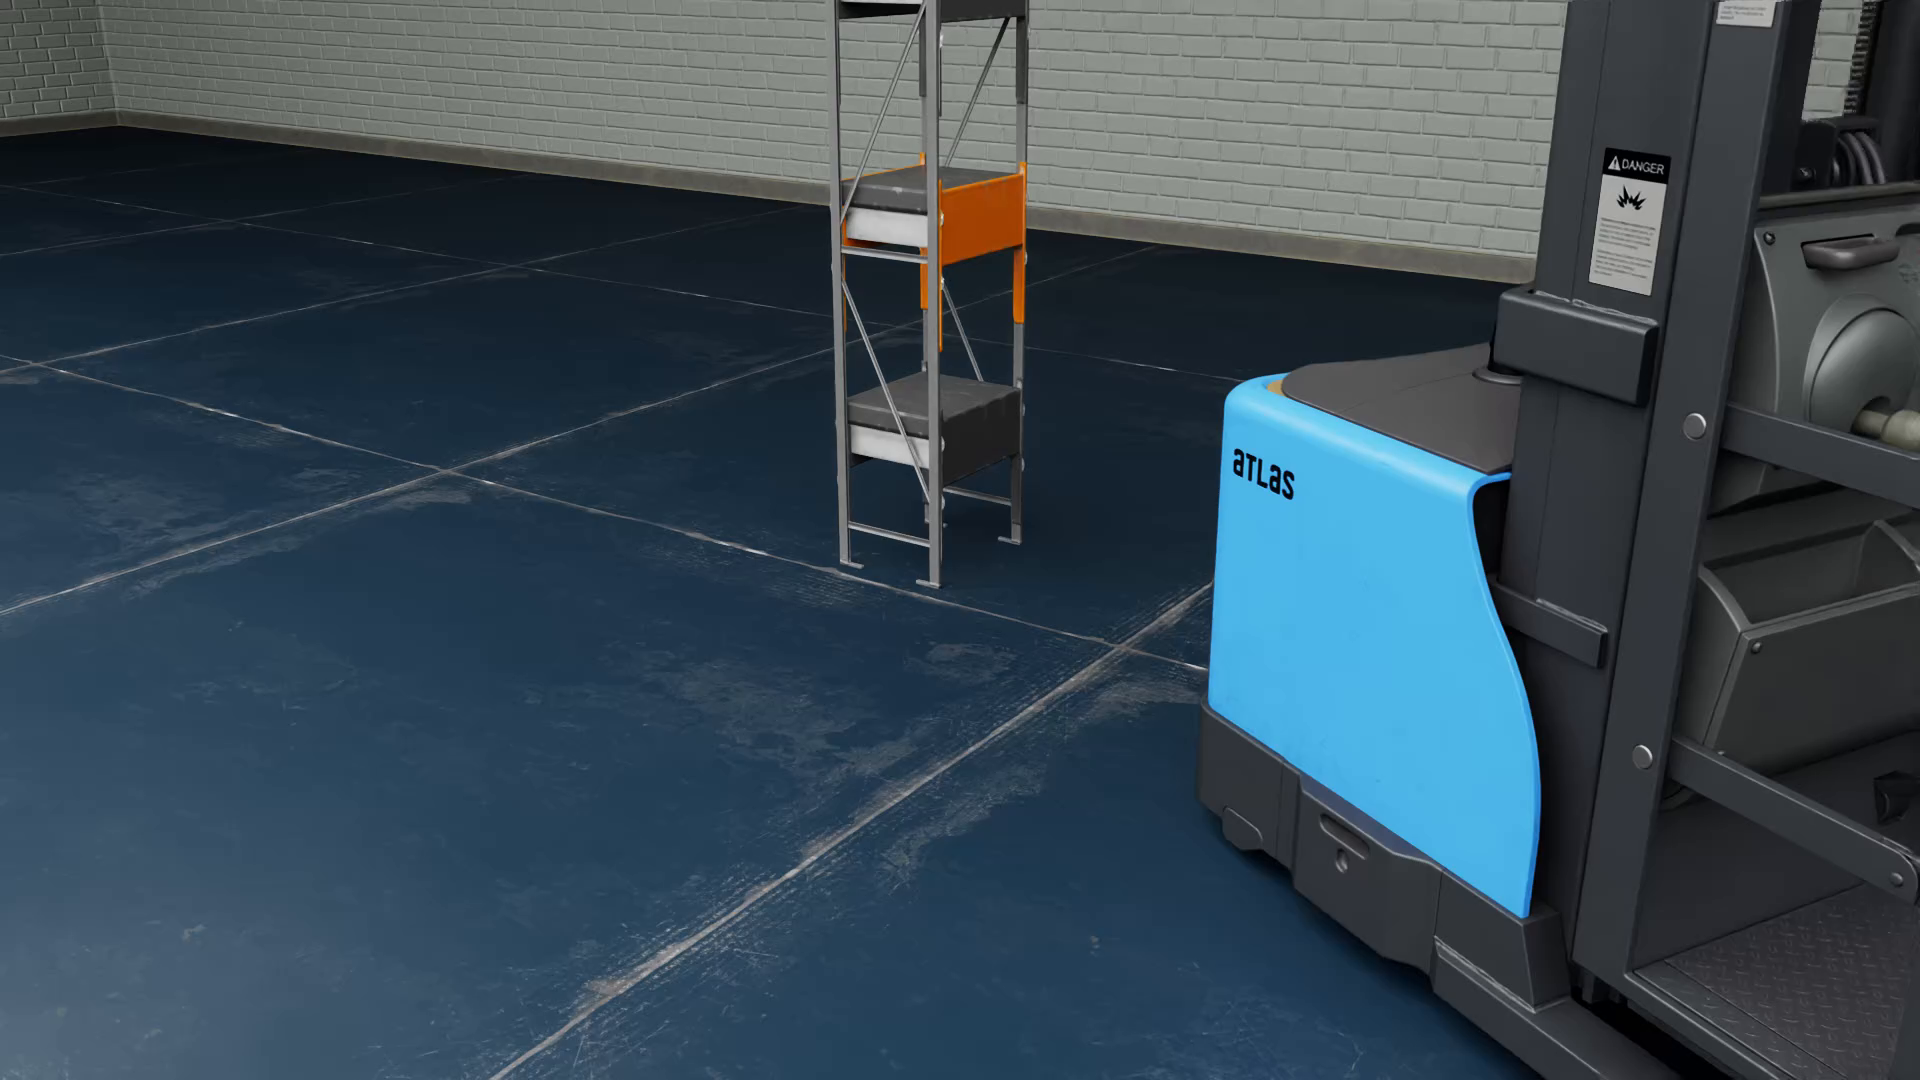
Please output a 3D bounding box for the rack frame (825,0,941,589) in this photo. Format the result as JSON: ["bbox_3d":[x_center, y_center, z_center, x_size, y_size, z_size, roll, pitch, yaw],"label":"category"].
[{"bbox_3d":[-0.230,-0.867,5.083,0.400,2.100,0.015,13,24,32],"label":"rack frame"}]

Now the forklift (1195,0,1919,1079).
[{"bbox_3d":[1.679,-0.337,2.451,1.130,2.935,3.031,-10,23,-25],"label":"forklift"}]

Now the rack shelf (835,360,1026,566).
[{"bbox_3d":[-0.093,-0.268,5.520,0.431,0.518,0.480,13,24,32],"label":"rack shelf"}]

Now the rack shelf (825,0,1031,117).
[{"bbox_3d":[-0.093,-1.581,5.034,0.431,0.518,0.480,13,24,32],"label":"rack shelf"}]

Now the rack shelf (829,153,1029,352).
[{"bbox_3d":[-0.093,-0.925,5.277,0.431,0.518,0.480,13,24,32],"label":"rack shelf"}]

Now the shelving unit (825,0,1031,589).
[{"bbox_3d":[-0.093,-0.937,5.272,0.431,2.100,0.503,13,24,32],"label":"shelving unit"}]

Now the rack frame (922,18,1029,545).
[{"bbox_3d":[0.044,-1.007,5.462,0.400,2.100,0.015,13,24,32],"label":"rack frame"}]
